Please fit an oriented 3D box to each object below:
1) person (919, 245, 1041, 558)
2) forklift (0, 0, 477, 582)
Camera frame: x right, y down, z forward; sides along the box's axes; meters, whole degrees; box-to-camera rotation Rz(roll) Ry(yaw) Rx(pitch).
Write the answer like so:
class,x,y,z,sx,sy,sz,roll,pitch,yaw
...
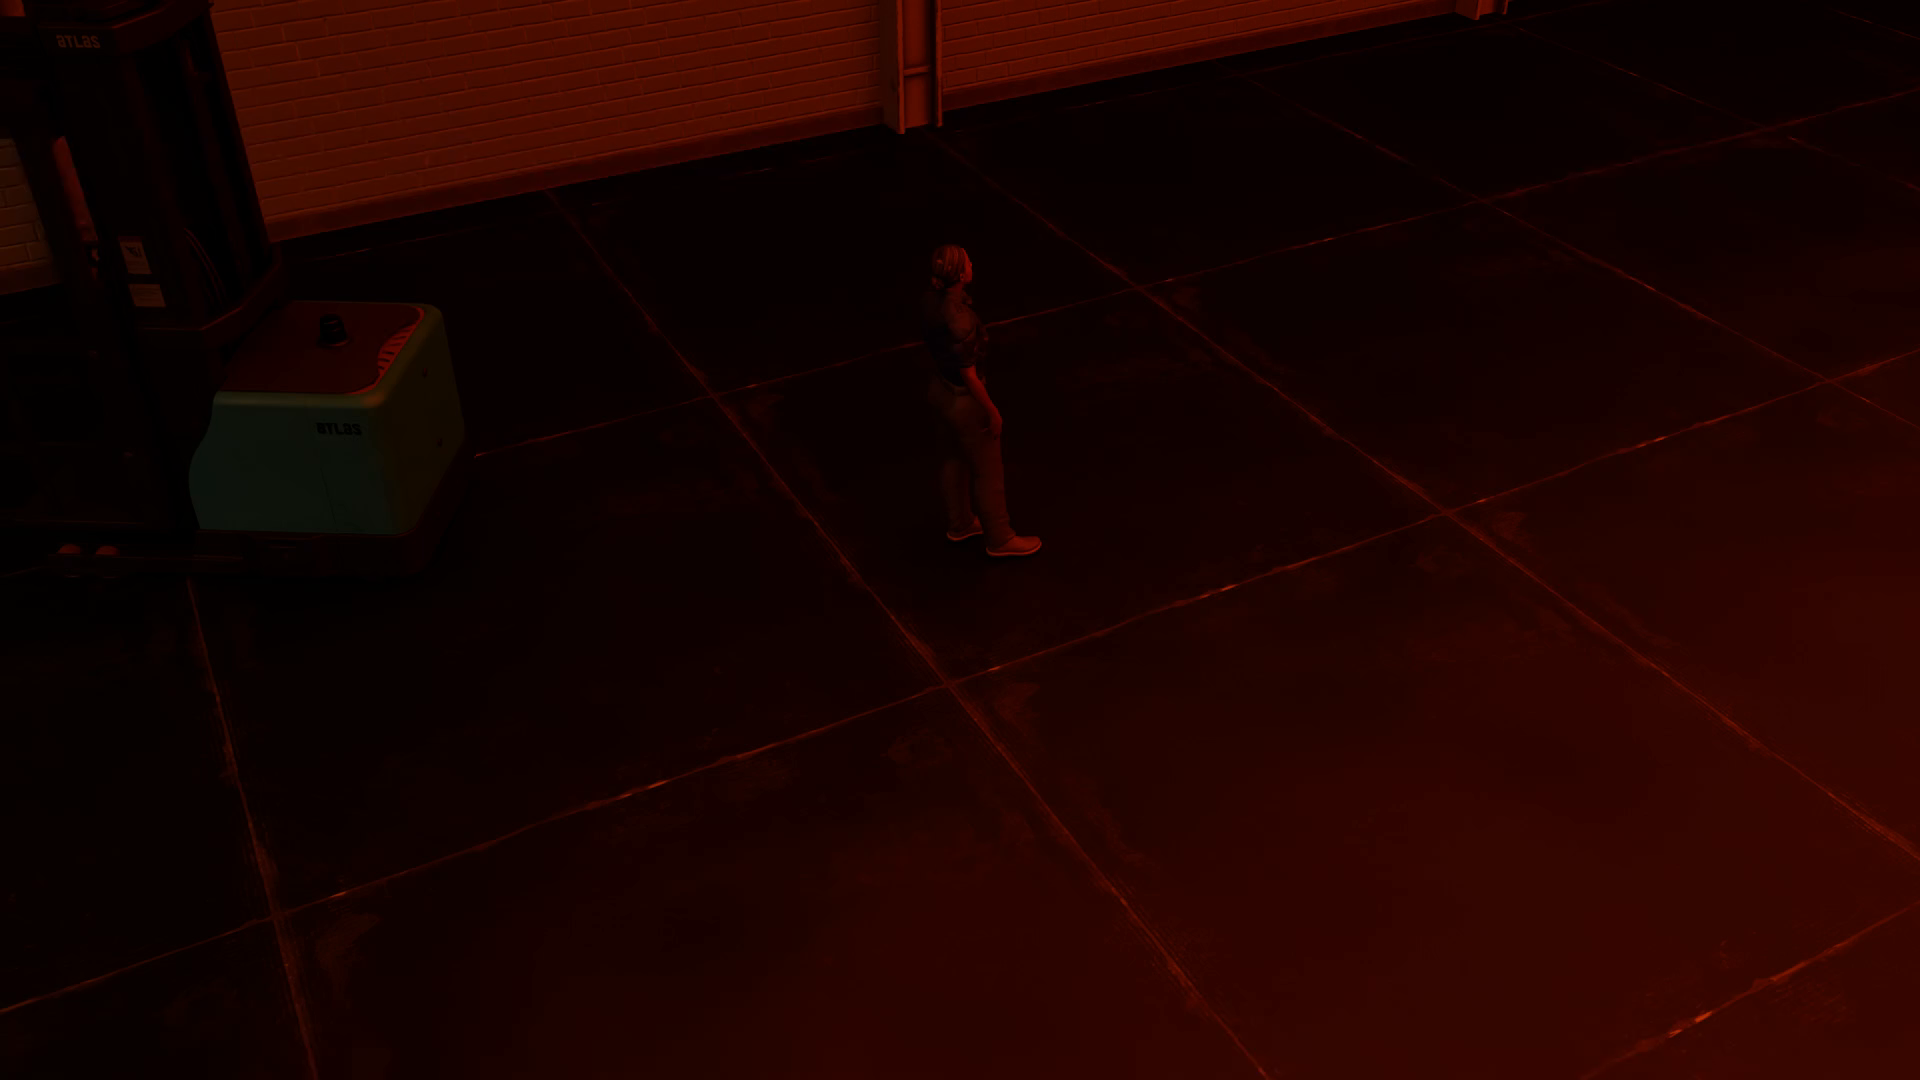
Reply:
class,x,y,z,sx,sy,sz,roll,pitch,yaw
person,0.087,-0.695,8.200,0.504,1.654,0.569,-17,39,-23
forklift,-4.169,-1.304,7.967,3.031,2.935,1.130,2,35,3
